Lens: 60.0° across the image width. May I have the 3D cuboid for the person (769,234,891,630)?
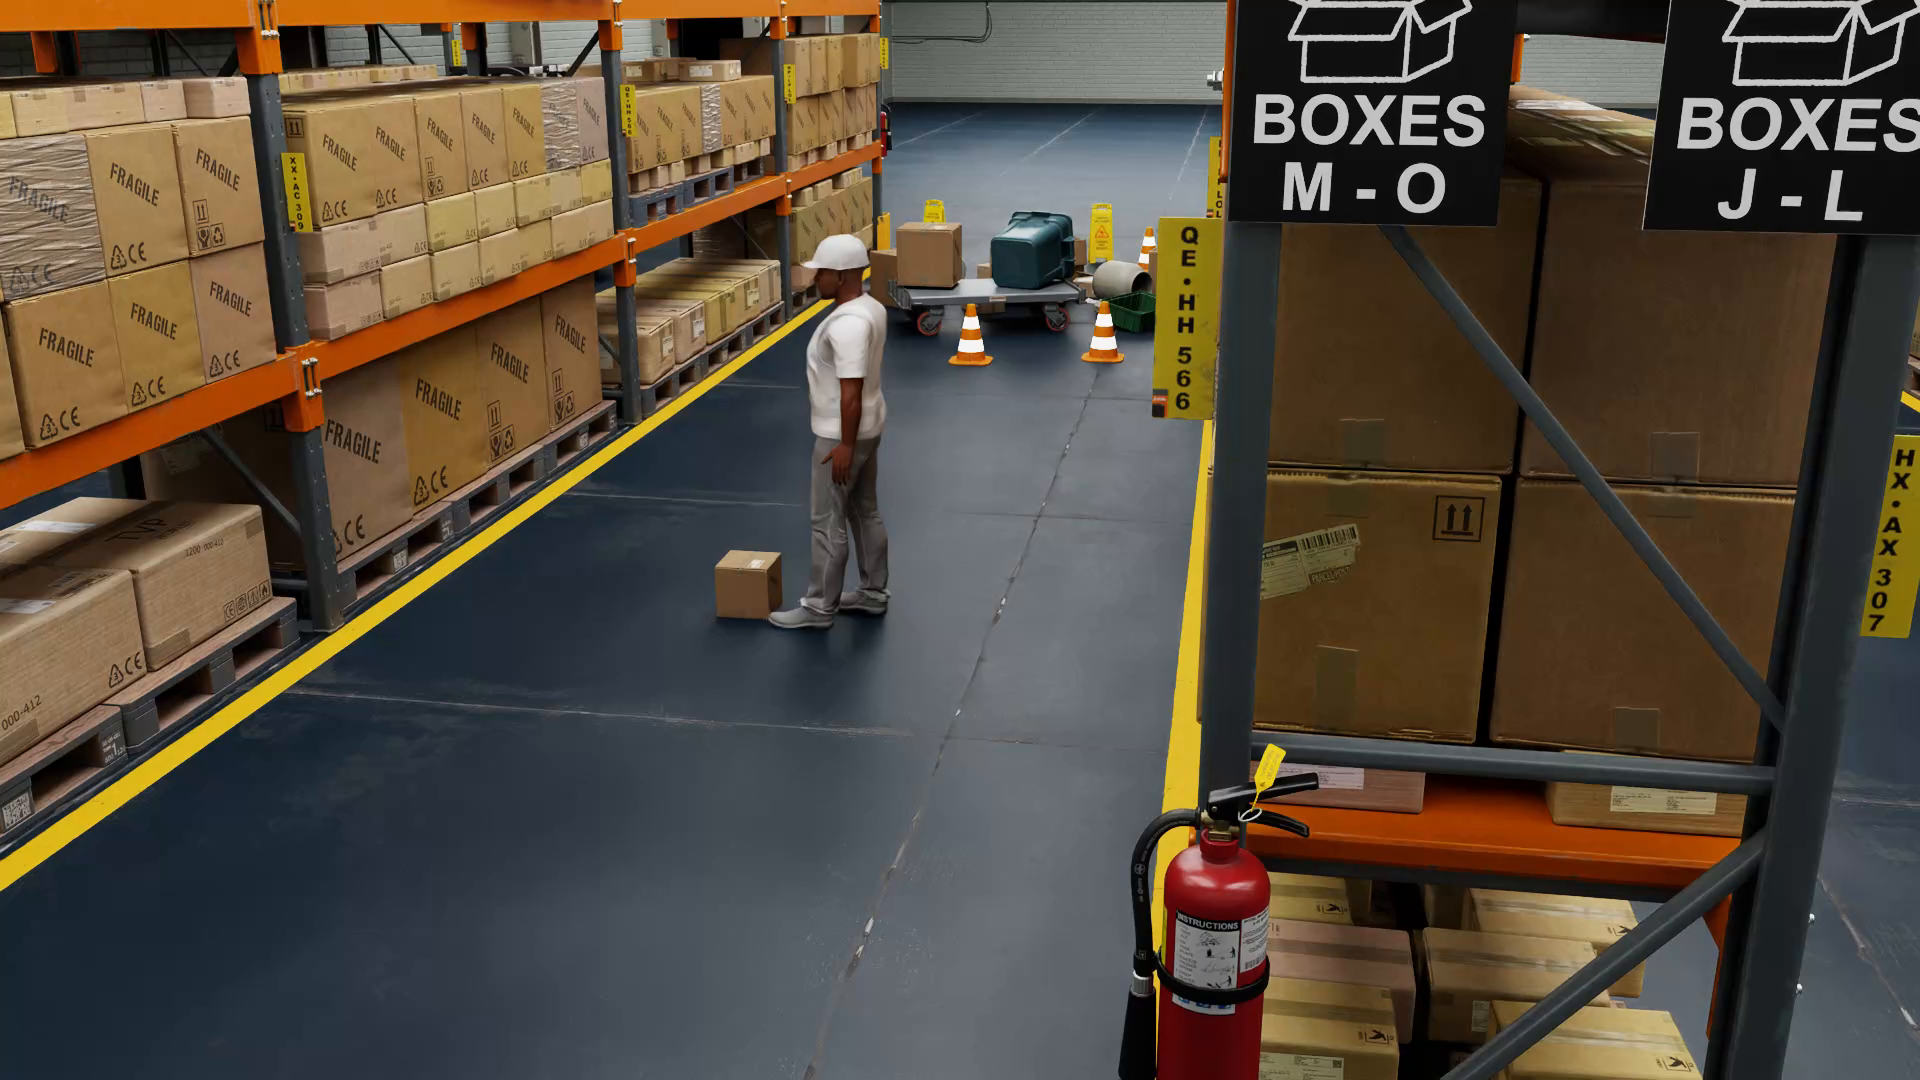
[{"bbox_3d":[-0.592,-0.495,7.537,0.537,1.770,0.602,3,18,9],"label":"person"}]
